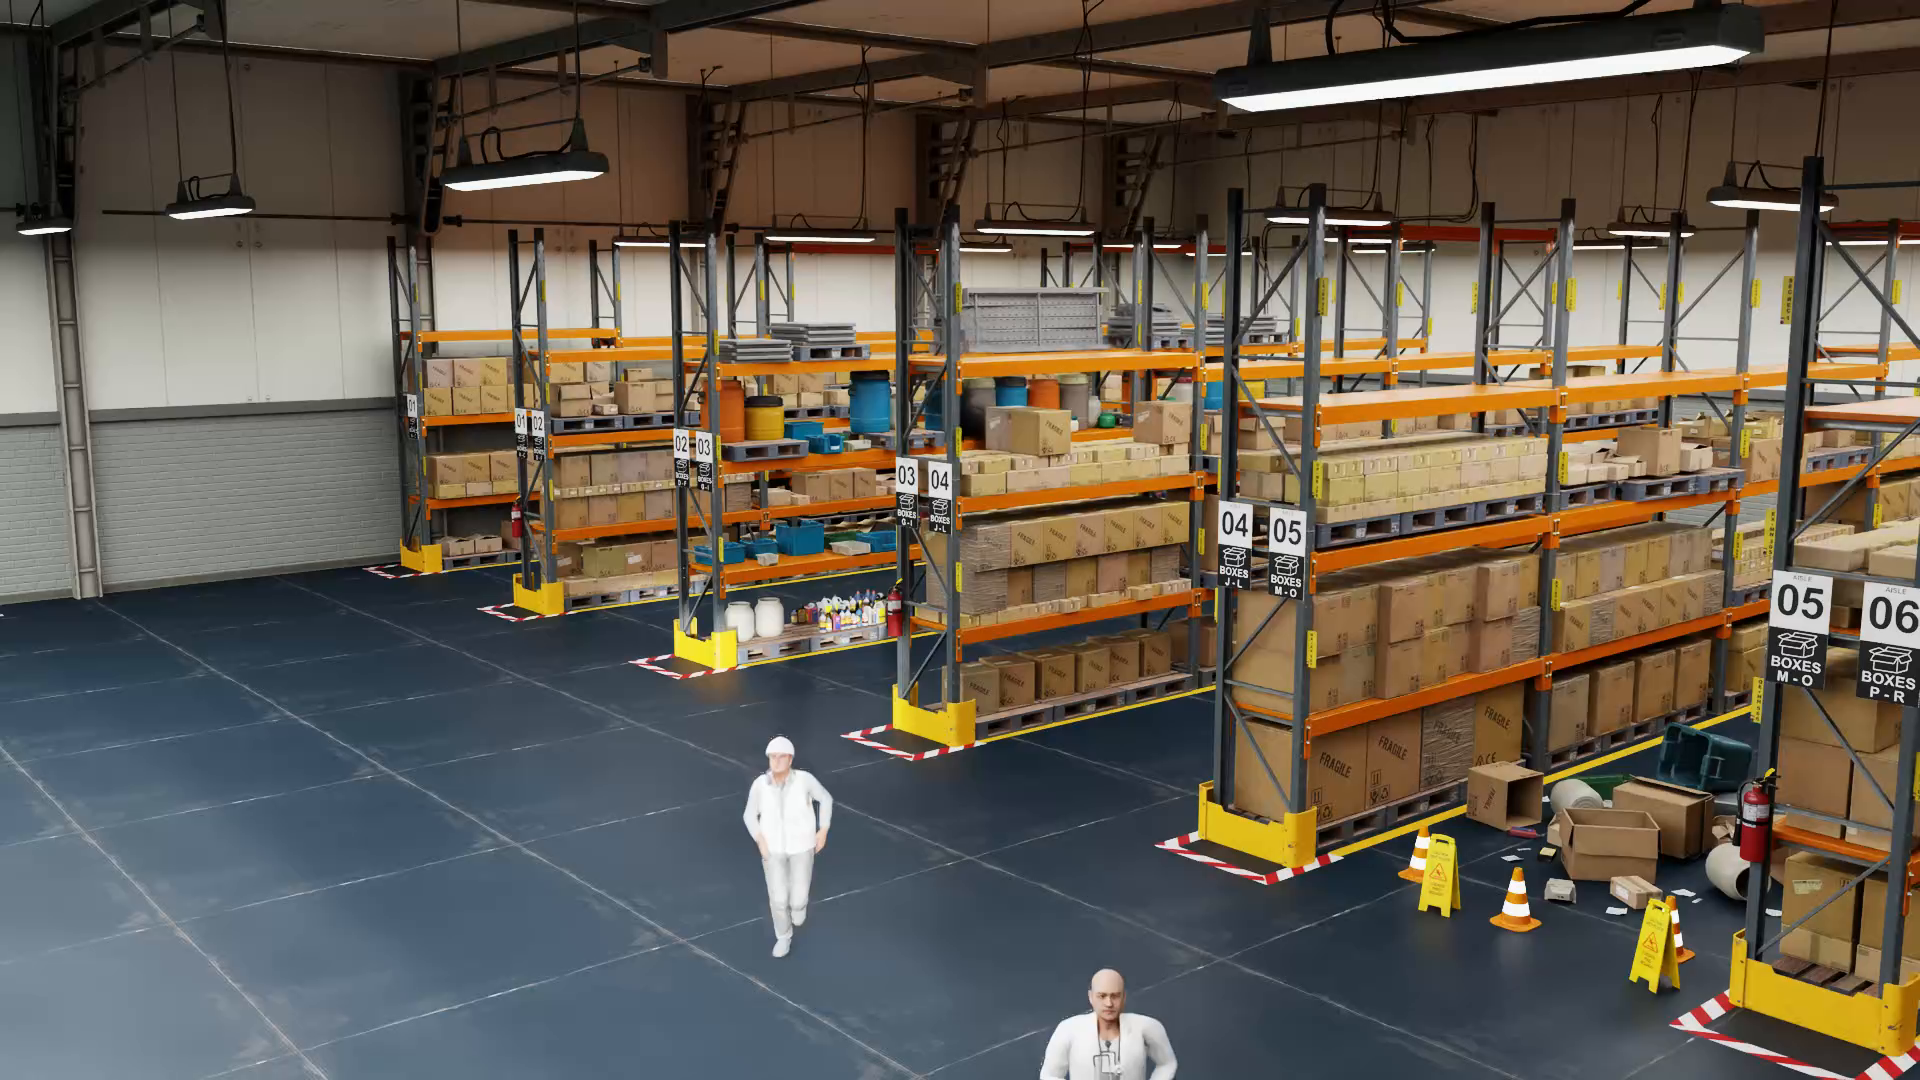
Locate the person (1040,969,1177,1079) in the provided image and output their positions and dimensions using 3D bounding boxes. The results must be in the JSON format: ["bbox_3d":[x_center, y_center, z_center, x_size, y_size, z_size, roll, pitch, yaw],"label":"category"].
[{"bbox_3d":[0.750,3.033,8.402,0.702,1.730,0.649,1,9,4],"label":"person"}]

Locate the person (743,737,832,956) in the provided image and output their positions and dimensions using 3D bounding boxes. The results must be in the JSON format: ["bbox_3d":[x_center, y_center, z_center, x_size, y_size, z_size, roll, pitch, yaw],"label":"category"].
[{"bbox_3d":[-1.331,2.361,12.860,0.679,1.735,0.646,0,9,0],"label":"person"}]
